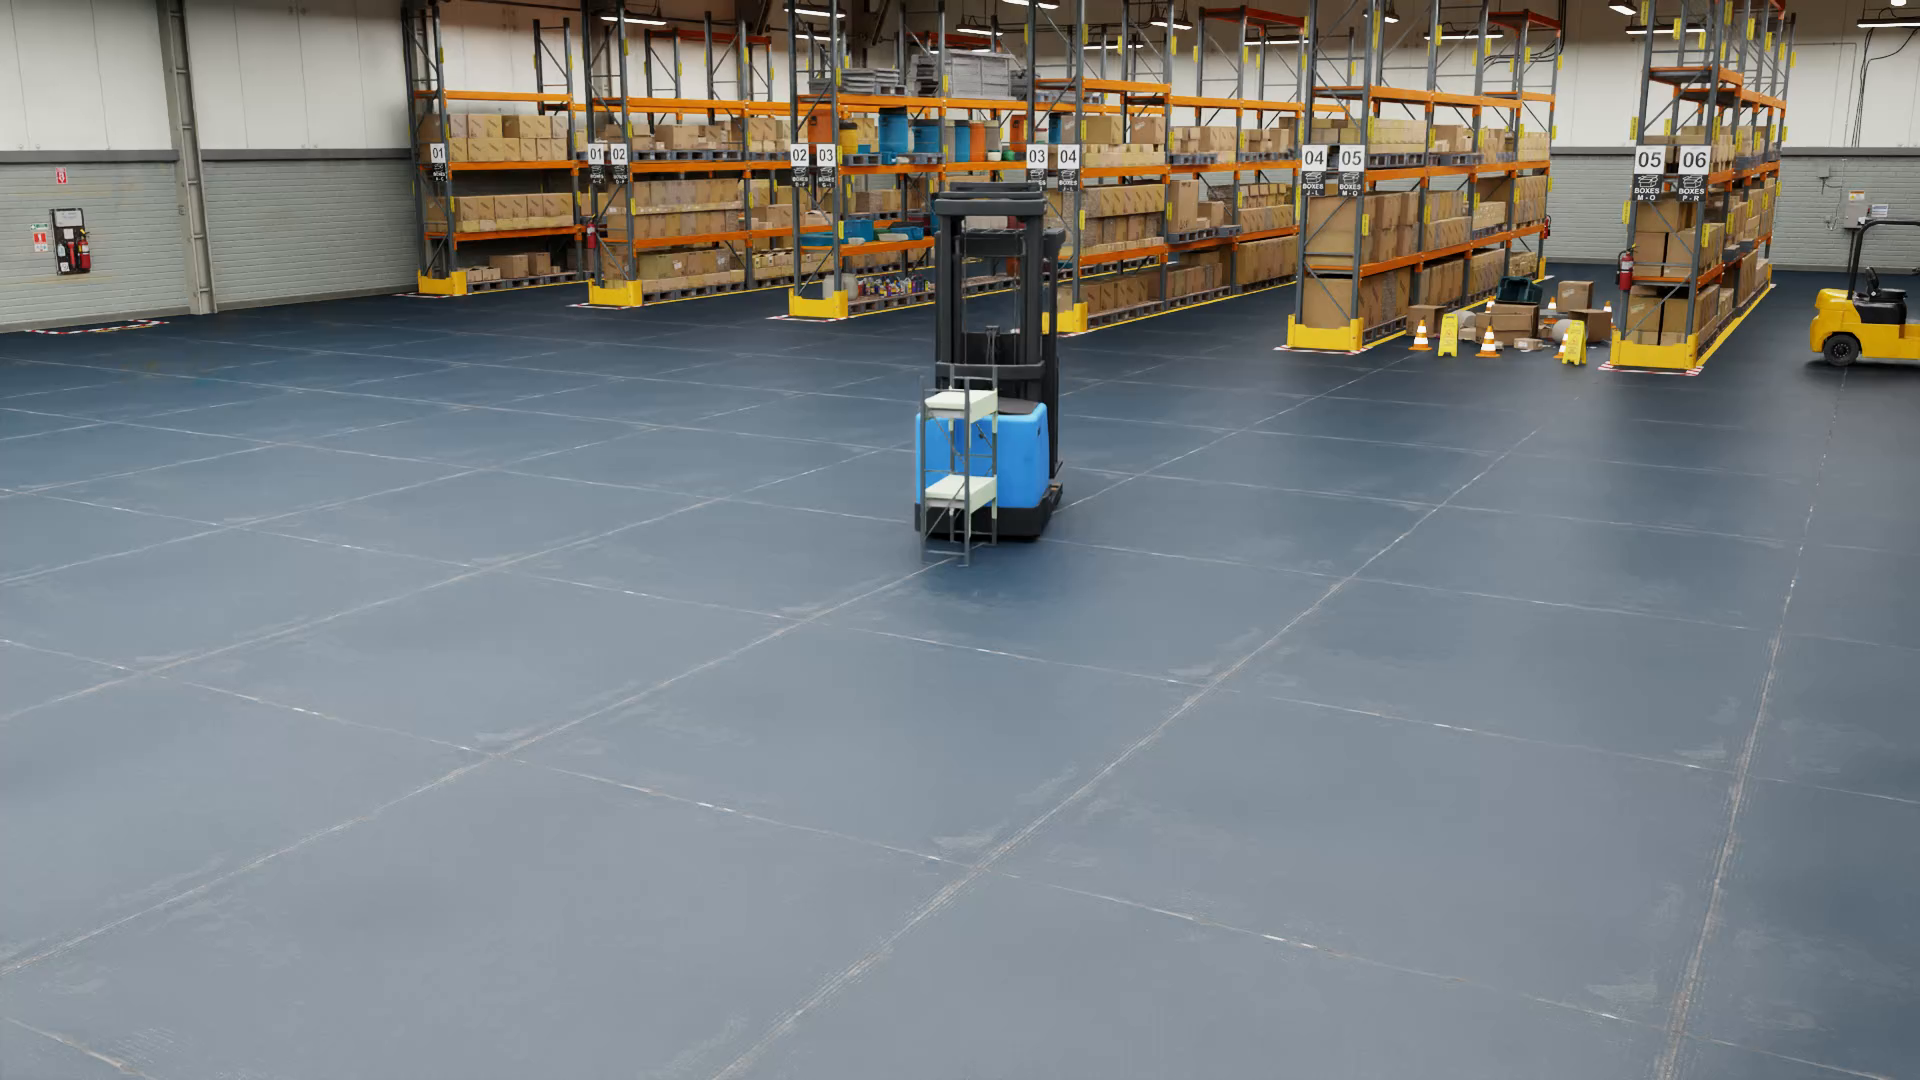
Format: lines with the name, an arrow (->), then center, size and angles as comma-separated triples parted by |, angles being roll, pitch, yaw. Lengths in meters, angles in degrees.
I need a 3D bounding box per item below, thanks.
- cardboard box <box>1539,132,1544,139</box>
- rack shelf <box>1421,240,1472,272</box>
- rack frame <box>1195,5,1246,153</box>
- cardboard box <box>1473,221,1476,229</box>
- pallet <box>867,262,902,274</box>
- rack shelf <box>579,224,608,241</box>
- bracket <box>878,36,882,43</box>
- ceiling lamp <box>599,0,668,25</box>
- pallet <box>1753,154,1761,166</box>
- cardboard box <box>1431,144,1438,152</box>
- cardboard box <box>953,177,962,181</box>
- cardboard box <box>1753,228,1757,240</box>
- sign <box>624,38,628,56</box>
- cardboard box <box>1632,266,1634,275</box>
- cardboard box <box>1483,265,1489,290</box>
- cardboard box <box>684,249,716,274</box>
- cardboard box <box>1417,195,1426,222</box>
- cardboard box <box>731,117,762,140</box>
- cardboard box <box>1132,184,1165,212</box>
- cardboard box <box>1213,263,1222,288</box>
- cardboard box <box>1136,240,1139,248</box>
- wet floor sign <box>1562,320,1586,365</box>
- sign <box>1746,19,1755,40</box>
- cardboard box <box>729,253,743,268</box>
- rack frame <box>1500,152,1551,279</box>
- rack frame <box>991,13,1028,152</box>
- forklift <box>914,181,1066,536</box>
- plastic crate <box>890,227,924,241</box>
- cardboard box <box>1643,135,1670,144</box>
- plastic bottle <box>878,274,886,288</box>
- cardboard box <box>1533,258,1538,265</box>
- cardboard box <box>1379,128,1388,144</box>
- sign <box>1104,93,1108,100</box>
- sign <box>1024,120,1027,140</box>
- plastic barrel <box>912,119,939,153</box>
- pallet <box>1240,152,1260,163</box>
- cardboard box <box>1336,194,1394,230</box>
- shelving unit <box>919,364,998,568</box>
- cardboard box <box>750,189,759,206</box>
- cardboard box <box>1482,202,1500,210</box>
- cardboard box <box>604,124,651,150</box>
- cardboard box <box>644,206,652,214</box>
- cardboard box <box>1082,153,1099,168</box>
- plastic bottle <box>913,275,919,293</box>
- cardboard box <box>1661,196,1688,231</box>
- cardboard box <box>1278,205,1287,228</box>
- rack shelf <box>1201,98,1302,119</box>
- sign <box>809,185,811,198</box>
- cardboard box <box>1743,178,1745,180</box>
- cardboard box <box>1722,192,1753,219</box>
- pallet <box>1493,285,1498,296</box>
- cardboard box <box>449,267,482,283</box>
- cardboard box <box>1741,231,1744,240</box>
cardboard box -> 13.393, -9.432, 38.758 | 0.380, 0.149, 0.250 | 8, 16, 29
rack shelf -> 8.823, -5.468, 31.851 | 1.077, 0.370, 4.000 | 7, 15, 28
rack frame -> 5.497, -9.728, 35.183 | 1.000, 3.000, 0.127 | 7, 15, 28
cardboard box -> 10.313, -6.434, 33.963 | 0.380, 0.149, 0.250 | 8, 16, 31
pallet -> -2.188, -6.977, 42.523 | 1.003, 0.211, 1.213 | 7, 15, 28
rack shelf -> -8.478, -7.735, 41.252 | 1.077, 0.370, 4.000 | 7, 15, 28
bracket -> -2.584, -15.499, 51.443 | 0.235, 0.232, 0.430 | 7, 15, 28
ceiling lamp -> -7.054, -13.083, 36.645 | 0.800, 3.185, 2.000 | 7, 15, 28
pallet -> 14.437, -7.193, 31.472 | 1.213, 0.211, 1.003 | 8, 16, 31
cardboard box -> 8.575, -7.181, 30.448 | 0.250, 0.149, 0.380 | 7, 15, 28
cardboard box -> -0.267, -9.566, 44.965 | 0.500, 0.500, 0.500 | 7, 15, 26
cardboard box -> 15.863, -6.211, 33.717 | 0.500, 0.250, 0.500 | 7, 15, 27
sign -> -6.557, -9.676, 32.639 | 0.100, 0.325, 0.005 | 7, 15, 28
cardboard box -> 10.324, -4.090, 25.136 | 0.380, 0.149, 0.250 | 7, 15, 27
cardboard box -> 10.839, -5.543, 35.063 | 0.500, 0.500, 0.500 | 7, 15, 27
cardboard box -> -5.630, -6.021, 35.981 | 0.500, 0.500, 0.500 | 7, 15, 28
cardboard box -> 8.091, -6.045, 30.361 | 0.700, 0.500, 0.500 | 7, 15, 27
cardboard box -> -4.774, -9.190, 37.176 | 0.500, 0.500, 0.500 | 8, 15, 29
cardboard box -> 3.587, -6.546, 31.806 | 0.500, 0.500, 0.500 | 7, 15, 28
cardboard box -> 5.191, -5.670, 35.547 | 0.700, 0.500, 0.500 | 6, 15, 25
cardboard box -> 3.155, -5.596, 31.381 | 0.380, 0.149, 0.250 | 7, 15, 28
wet floor sign -> 9.276, -2.985, 25.037 | 0.232, 0.644, 0.267 | -12, 18, -40
sign -> 12.705, -8.211, 26.732 | 0.100, 0.325, 0.005 | 7, 15, 28
cardboard box -> -5.162, -6.369, 37.827 | 0.500, 0.311, 0.500 | 7, 15, 28
rack frame -> 13.658, -7.870, 40.277 | 1.000, 3.000, 0.127 | 7, 15, 28
rack frame -> 1.161, -10.289, 37.510 | 1.000, 3.000, 0.127 | 7, 15, 28
forklift -> 0.359, -1.752, 15.048 | 1.130, 2.935, 3.031 | 2, 14, 9
plastic crate -> -1.070, -6.222, 33.757 | 0.499, 0.251, 0.616 | 7, 15, 28
cardboard box -> 10.210, -5.874, 24.431 | 0.380, 0.149, 0.250 | 8, 15, 29
plastic bottle -> -1.617, -5.320, 34.416 | 0.144, 0.351, 0.185 | 7, 15, 26
cardboard box -> 13.652, -6.692, 39.943 | 0.380, 0.149, 0.250 | 7, 15, 27
cardboard box -> 6.625, -6.544, 26.954 | 0.500, 0.250, 0.500 | 7, 15, 27
sign -> 3.576, -10.945, 40.679 | 0.100, 0.325, 0.005 | 7, 15, 28
sign -> 1.154, -7.125, 28.900 | 0.100, 0.325, 0.005 | 7, 15, 28
plastic barrel -> -0.716, -8.383, 34.934 | 0.600, 0.901, 0.708 | 7, 15, 28
pallet -> 5.762, -8.316, 36.129 | 1.213, 0.211, 1.003 | 8, 16, 31
cardboard box -> 6.711, -5.480, 27.738 | 0.875, 0.550, 0.550 | 7, 15, 28
shelving unit -> -0.004, -0.609, 13.360 | 0.431, 1.500, 0.755 | 4, 14, 18
cardboard box -> -5.818, -9.289, 45.274 | 0.500, 0.500, 0.500 | 8, 15, 28
cardboard box -> 11.445, -7.208, 35.902 | 0.380, 0.149, 0.250 | 7, 15, 26
cardboard box -> -6.759, -8.191, 33.794 | 0.797, 0.503, 0.637 | 9, 16, 32
cardboard box -> -6.537, -6.768, 34.107 | 0.380, 0.149, 0.250 | 7, 15, 27
cardboard box -> 2.089, -6.625, 29.032 | 0.500, 0.250, 0.500 | 8, 16, 30
plastic bottle -> -0.924, -5.274, 34.221 | 0.144, 0.351, 0.185 | 7, 15, 25
cardboard box -> 10.612, -4.959, 25.221 | 0.700, 0.500, 0.500 | 8, 15, 29
cardboard box -> 7.199, -7.453, 38.334 | 0.500, 0.500, 0.500 | 8, 16, 30
rack shelf -> 6.464, -9.594, 37.016 | 1.077, 0.370, 4.000 | 7, 15, 28
sign -> -3.653, -8.518, 40.665 | 0.100, 0.325, 0.005 | 7, 15, 28
cardboard box -> 17.143, -7.920, 36.755 | 0.380, 0.149, 0.250 | 8, 15, 29
cardboard box -> 14.856, -6.399, 31.831 | 0.500, 0.500, 0.500 | 7, 15, 28
pallet -> 11.349, -5.534, 36.536 | 1.003, 0.211, 1.213 | 7, 15, 28
cardboard box -> -10.965, -5.892, 36.871 | 0.500, 0.311, 0.500 | 6, 15, 22
cardboard box -> 14.071, -5.557, 30.321 | 0.380, 0.149, 0.250 | 7, 15, 28
